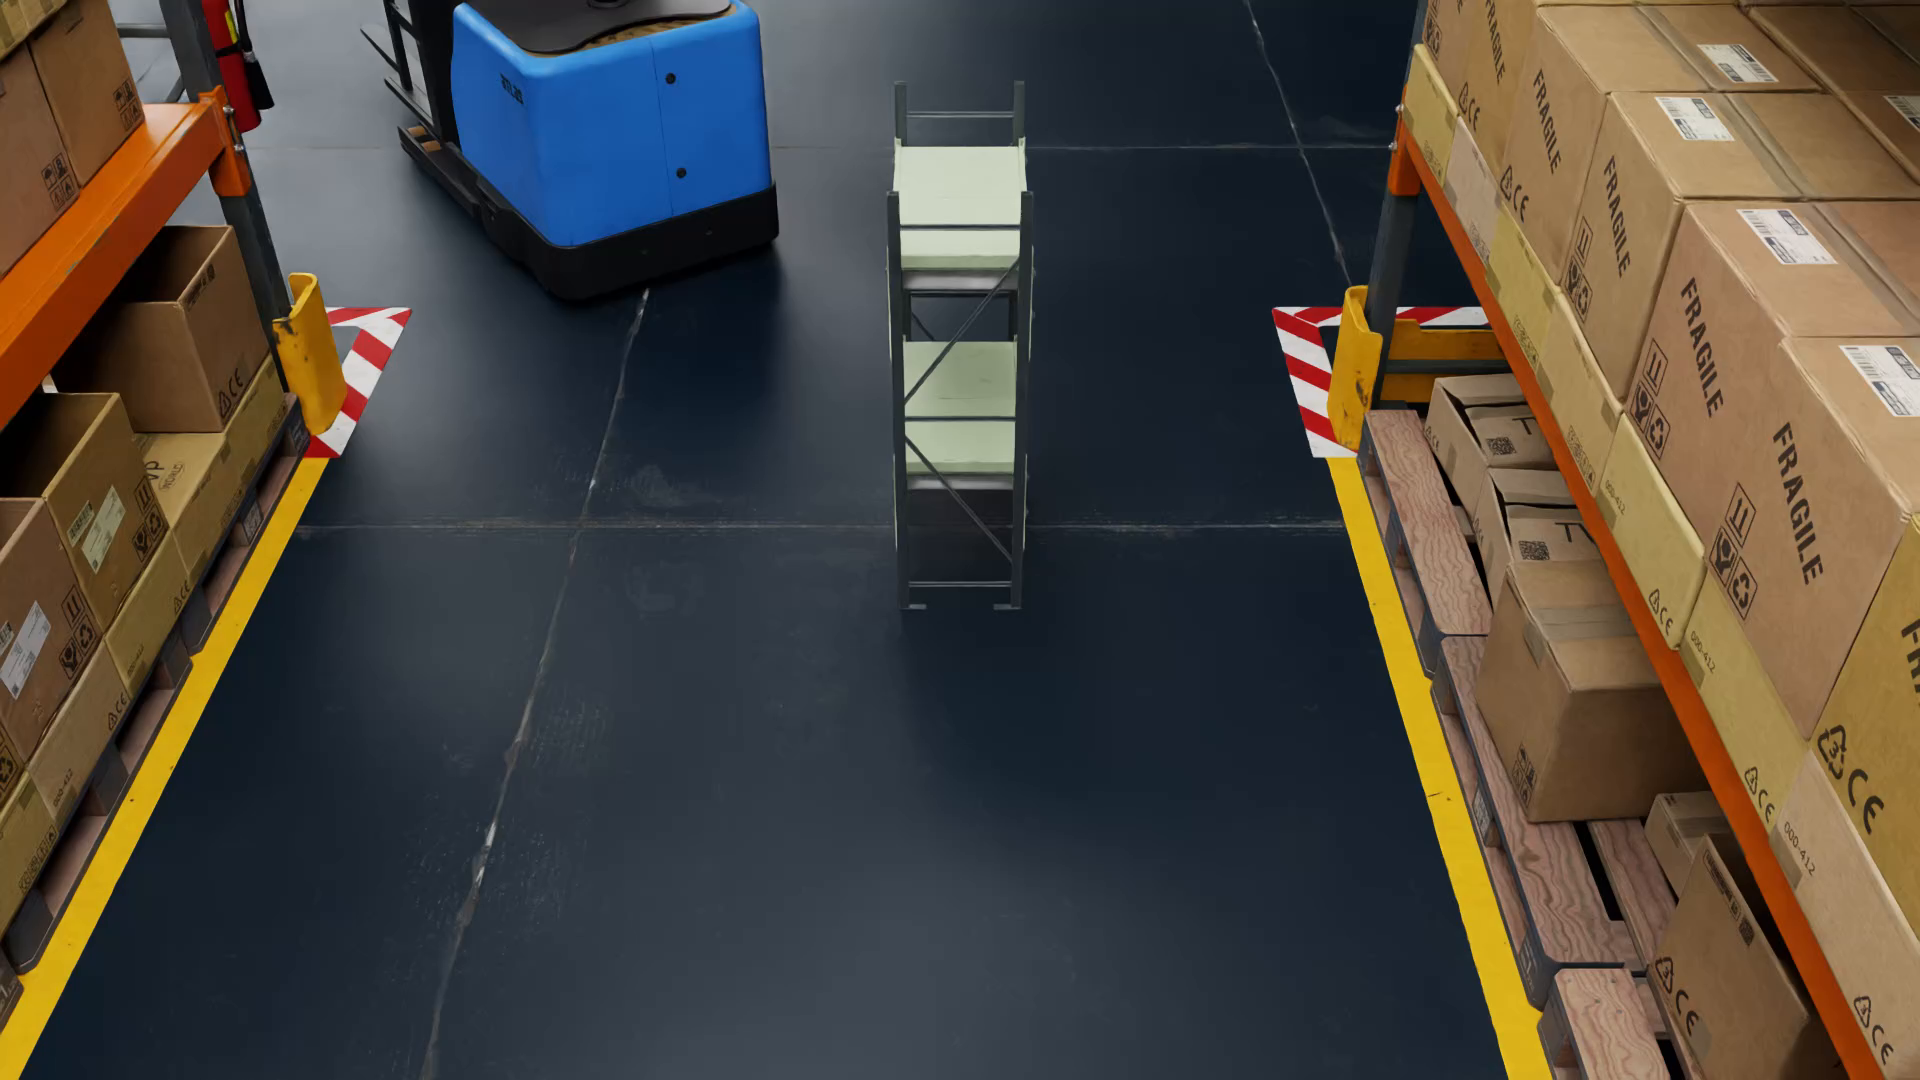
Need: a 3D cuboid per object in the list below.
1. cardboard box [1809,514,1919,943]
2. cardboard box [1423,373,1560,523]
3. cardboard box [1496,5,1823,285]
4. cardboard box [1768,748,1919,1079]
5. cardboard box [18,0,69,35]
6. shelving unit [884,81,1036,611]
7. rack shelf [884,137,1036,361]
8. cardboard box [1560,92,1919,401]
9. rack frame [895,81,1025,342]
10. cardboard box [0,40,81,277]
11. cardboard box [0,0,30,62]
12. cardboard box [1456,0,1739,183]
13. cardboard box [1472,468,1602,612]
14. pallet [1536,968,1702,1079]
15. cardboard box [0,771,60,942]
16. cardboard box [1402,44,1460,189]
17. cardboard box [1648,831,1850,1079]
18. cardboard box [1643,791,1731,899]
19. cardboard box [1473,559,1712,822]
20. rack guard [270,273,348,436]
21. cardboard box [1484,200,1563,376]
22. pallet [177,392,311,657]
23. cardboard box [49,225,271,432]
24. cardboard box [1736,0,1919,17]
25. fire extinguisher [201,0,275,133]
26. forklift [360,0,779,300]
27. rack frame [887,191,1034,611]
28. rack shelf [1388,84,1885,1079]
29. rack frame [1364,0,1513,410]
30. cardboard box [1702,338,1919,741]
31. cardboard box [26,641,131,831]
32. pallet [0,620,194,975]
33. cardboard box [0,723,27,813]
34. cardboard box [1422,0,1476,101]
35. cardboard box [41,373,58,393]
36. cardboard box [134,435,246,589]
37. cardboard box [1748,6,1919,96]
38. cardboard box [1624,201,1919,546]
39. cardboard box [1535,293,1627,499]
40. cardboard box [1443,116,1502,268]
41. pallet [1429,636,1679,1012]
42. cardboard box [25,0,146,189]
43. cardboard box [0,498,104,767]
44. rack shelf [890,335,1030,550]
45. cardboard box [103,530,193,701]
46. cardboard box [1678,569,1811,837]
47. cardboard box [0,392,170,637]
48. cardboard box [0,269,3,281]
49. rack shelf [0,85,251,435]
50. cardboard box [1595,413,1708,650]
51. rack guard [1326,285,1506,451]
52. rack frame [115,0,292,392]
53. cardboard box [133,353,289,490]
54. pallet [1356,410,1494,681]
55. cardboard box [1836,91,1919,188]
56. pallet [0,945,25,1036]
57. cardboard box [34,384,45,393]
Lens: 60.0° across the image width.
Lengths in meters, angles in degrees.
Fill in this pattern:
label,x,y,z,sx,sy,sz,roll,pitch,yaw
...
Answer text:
label,x,y,z,sx,sy,sz,roll,pitch,yaw
cardboard box,1.687,0.307,2.473,0.500,0.500,0.500,0,39,0
cardboard box,1.903,-0.347,5.583,0.500,0.311,0.500,-4,39,-5
cardboard box,1.677,-0.968,4.064,0.500,0.500,0.500,-1,39,-2
cardboard box,1.693,0.599,2.708,0.500,0.250,0.500,0,39,0
cardboard box,-2.769,-1.541,4.676,0.380,0.149,0.250,1,39,1
shelving unit,0.000,-0.589,5.286,0.431,1.500,0.755,0,39,0
rack shelf,0.000,-0.894,5.042,0.431,0.370,0.720,0,39,0
cardboard box,1.689,-0.646,3.661,0.500,0.500,0.500,1,39,1
rack frame,0.000,-0.818,5.572,0.400,1.500,0.023,0,39,0
cardboard box,-2.969,-1.070,4.607,0.700,0.500,0.500,1,39,1
cardboard box,-2.769,-1.381,4.476,0.380,0.149,0.250,-1,39,-1
cardboard box,1.683,-1.292,4.467,0.500,0.500,0.500,0,39,0
cardboard box,1.903,0.009,5.138,0.500,0.311,0.500,3,39,4
pallet,1.960,1.512,3.694,1.003,0.211,1.213,0,39,0
cardboard box,-2.645,0.843,4.162,0.500,0.250,0.500,0,39,0
cardboard box,1.675,-1.301,5.079,0.500,0.250,0.500,-1,39,-1
cardboard box,1.955,0.999,3.752,0.500,0.500,0.500,-3,39,-3
cardboard box,2.015,0.785,4.300,0.380,0.149,0.250,-3,39,-4
cardboard box,1.854,0.394,4.506,0.700,0.500,0.500,-2,39,-3
rack guard,-2.962,-0.691,6.213,1.175,0.500,0.348,0,39,0
cardboard box,1.685,-0.658,4.276,0.500,0.250,0.500,-1,39,-1
pallet,-2.919,-0.085,5.687,1.003,0.211,1.213,0,39,0
cardboard box,-2.663,-0.700,5.488,0.500,0.500,0.500,0,39,0
cardboard box,2.196,-1.290,4.465,0.500,0.500,0.500,0,39,1
fire extinguisher,-2.497,-1.696,5.529,0.296,0.674,0.183,0,39,0
forklift,-2.039,-3.022,7.177,1.130,2.935,3.031,-23,44,-26
rack frame,0.000,-0.361,5.001,0.400,1.500,0.023,0,39,0
rack shelf,1.994,-0.126,4.084,1.077,0.370,4.000,0,39,0
rack frame,1.992,-1.657,5.420,1.000,3.000,0.127,0,39,0
cardboard box,1.681,-0.005,2.862,0.500,0.500,0.500,0,39,0
cardboard box,-2.652,0.531,4.552,0.500,0.250,0.500,0,39,0
pallet,-2.920,0.676,4.738,1.003,0.211,1.213,0,39,0
cardboard box,-2.646,0.551,3.927,0.500,0.500,0.500,0,39,0
cardboard box,1.692,-1.601,4.853,0.500,0.500,0.500,0,39,0
cardboard box,-3.184,-0.407,5.722,0.500,0.250,0.500,0,39,0
cardboard box,-2.653,-0.095,5.332,0.500,0.250,0.500,0,39,0
cardboard box,2.201,-0.967,4.062,0.500,0.500,0.500,-1,39,-1
cardboard box,1.691,-0.320,3.255,0.500,0.500,0.500,-1,39,-1
cardboard box,1.683,-0.342,3.882,0.500,0.250,0.500,0,39,0
cardboard box,1.690,-0.977,4.674,0.500,0.250,0.500,-1,39,-1
pallet,1.956,0.747,4.649,1.003,0.211,1.213,0,39,0
cardboard box,-2.974,-1.399,5.017,0.700,0.500,0.500,0,39,0
cardboard box,-2.648,0.238,4.318,0.500,0.500,0.500,0,39,0
rack shelf,0.000,-0.335,5.490,0.431,0.370,0.720,0,39,0
cardboard box,-2.651,0.218,4.942,0.500,0.250,0.500,0,39,0
cardboard box,1.701,0.287,3.097,0.500,0.250,0.500,0,39,0
cardboard box,-2.648,-0.075,4.708,0.500,0.500,0.500,0,39,0
cardboard box,-2.974,-0.760,4.219,0.700,0.500,0.500,0,39,0
rack shelf,-2.959,-0.120,4.077,1.077,0.370,4.000,0,39,0
cardboard box,1.685,-0.027,3.489,0.500,0.250,0.500,0,39,0
rack guard,1.992,-0.635,6.142,1.175,0.500,0.348,0,39,0
rack frame,-2.962,-1.652,5.412,1.000,3.000,0.127,0,39,0
cardboard box,-2.666,-0.407,5.723,0.500,0.250,0.500,0,39,0
pallet,1.958,-0.014,5.598,1.003,0.211,1.213,0,39,0
cardboard box,2.201,-0.652,3.669,0.500,0.500,0.500,0,39,1
pallet,-2.916,1.441,3.783,1.003,0.211,1.213,0,39,0
cardboard box,-3.181,-0.387,5.097,0.500,0.500,0.500,0,39,0
